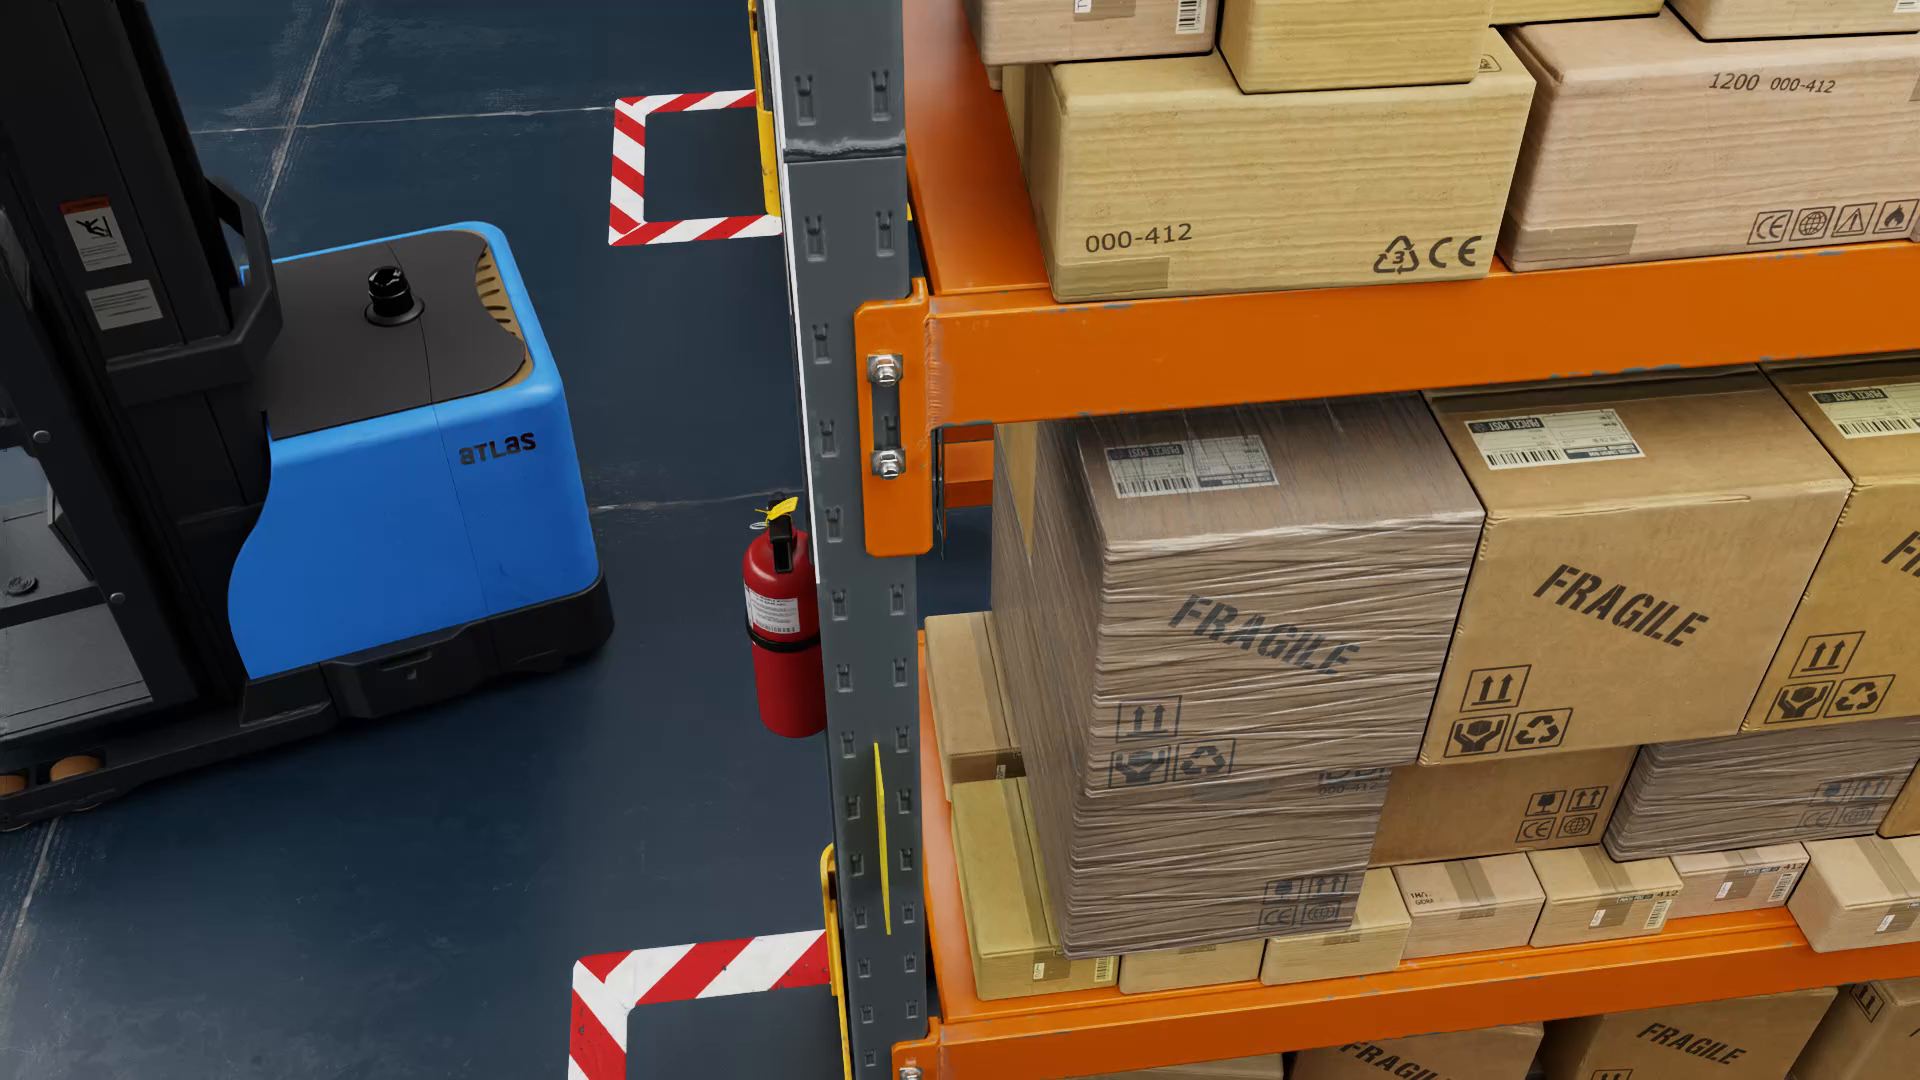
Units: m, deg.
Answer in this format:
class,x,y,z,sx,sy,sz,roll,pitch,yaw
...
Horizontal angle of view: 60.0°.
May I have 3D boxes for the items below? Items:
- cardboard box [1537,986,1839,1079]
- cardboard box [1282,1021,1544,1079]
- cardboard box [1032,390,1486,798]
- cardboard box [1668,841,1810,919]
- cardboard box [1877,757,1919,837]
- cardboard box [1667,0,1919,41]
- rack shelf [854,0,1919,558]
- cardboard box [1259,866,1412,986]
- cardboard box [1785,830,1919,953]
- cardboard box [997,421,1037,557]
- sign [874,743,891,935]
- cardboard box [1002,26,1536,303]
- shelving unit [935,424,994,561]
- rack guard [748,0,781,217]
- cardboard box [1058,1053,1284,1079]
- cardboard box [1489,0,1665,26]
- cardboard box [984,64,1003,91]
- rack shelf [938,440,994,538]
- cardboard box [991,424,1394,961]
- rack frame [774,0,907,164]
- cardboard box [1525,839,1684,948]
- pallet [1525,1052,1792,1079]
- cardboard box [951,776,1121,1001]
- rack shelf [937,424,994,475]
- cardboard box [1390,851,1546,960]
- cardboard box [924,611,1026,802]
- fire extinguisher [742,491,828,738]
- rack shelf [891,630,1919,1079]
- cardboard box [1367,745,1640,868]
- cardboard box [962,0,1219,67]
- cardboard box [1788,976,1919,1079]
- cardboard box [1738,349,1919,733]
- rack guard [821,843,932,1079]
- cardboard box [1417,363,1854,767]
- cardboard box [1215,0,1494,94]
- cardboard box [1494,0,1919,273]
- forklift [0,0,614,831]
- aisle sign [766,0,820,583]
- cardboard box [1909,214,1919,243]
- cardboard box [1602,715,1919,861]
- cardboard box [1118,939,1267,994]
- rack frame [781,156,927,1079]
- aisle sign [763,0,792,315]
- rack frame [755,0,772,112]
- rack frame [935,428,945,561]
class,x,y,z,sx,sy,sz,roll,pitch,yaw
cardboard box,1.651,1.005,3.949,0.500,0.500,0.500,-1,42,-2
cardboard box,1.028,1.047,3.903,0.500,0.500,0.500,5,42,6
cardboard box,0.399,0.007,2.460,0.500,0.500,0.500,-5,42,-6
cardboard box,1.370,0.506,3.137,0.250,0.149,0.380,-5,42,-6
cardboard box,1.846,0.042,3.168,0.500,0.500,0.875,-5,42,-6
cardboard box,0.905,-0.723,1.886,0.250,0.149,0.380,-3,42,-4
rack shelf,1.801,-0.628,2.504,4.000,0.370,1.077,-5,42,-6
cardboard box,0.632,0.598,3.035,0.250,0.149,0.380,-5,42,-6
cardboard box,1.632,0.553,3.085,0.250,0.149,0.380,-5,42,-6
cardboard box,0.331,-0.338,2.842,0.500,0.500,0.500,-5,42,-6
sign,-0.111,0.431,2.386,0.005,0.325,0.100,-5,42,-6
cardboard box,0.329,-0.536,1.977,0.500,0.250,0.500,-4,42,-4
shelving unit,0.053,-0.394,5.404,0.252,1.050,0.215,-5,42,-6
rack guard,-0.755,-2.007,7.602,0.348,0.500,1.175,-5,42,-6
cardboard box,0.439,1.121,3.820,0.500,0.500,0.500,2,42,2
cardboard box,0.625,-0.746,1.913,0.250,0.149,0.380,-6,42,-6
cardboard box,0.263,-0.876,2.355,0.500,0.250,0.500,-4,42,-5
rack shelf,0.053,-0.180,5.597,0.240,0.259,0.215,-5,42,-6
cardboard box,0.367,0.215,2.975,0.500,0.500,0.875,-5,42,-6
rack frame,-0.182,-1.835,1.066,0.127,3.000,1.000,-5,42,-6
cardboard box,1.126,0.546,3.093,0.250,0.149,0.380,-5,42,-6
pallet,1.911,1.270,4.184,1.213,0.211,1.003,-5,42,-6
cardboard box,0.132,0.619,3.012,0.250,0.149,0.380,-5,42,-6
rack shelf,0.053,-0.387,5.411,0.240,0.259,0.215,-5,42,-6
cardboard box,0.877,0.563,3.074,0.250,0.149,0.380,-5,42,-6
cardboard box,0.074,0.324,3.339,0.250,0.149,0.380,-5,42,-6
fire extinguisher,-0.355,0.125,3.430,0.183,0.674,0.296,-5,42,-6
rack shelf,1.801,0.486,3.509,4.000,0.370,1.077,-5,42,-6
cardboard box,0.847,0.092,3.112,0.500,0.500,0.875,-5,42,-6
cardboard box,0.121,-0.684,1.844,0.250,0.149,0.380,-5,42,-6
cardboard box,2.210,0.986,3.970,0.500,0.500,0.500,-9,43,-9
cardboard box,1.391,-0.076,2.552,0.500,0.500,0.500,-5,42,-6
rack guard,-0.107,1.314,3.920,0.348,0.500,1.175,-5,42,-6
cardboard box,0.896,-0.032,2.503,0.500,0.500,0.500,-5,42,-6
cardboard box,0.391,-0.643,1.798,0.250,0.149,0.380,-4,42,-5
cardboard box,0.840,-0.585,2.031,0.500,0.250,0.500,-6,42,-6
forklift,-2.677,-0.650,4.282,3.031,2.935,1.130,-15,44,-16
aisle sign,-0.204,-0.368,1.978,0.004,0.787,0.394,-5,42,-6
cardboard box,1.332,-0.625,2.076,0.500,0.250,0.500,-5,42,-6
cardboard box,1.349,0.077,3.128,0.500,0.500,0.875,-5,42,-6
cardboard box,0.382,0.610,3.022,0.250,0.149,0.380,-5,42,-6
rack frame,-0.182,0.392,3.076,0.127,3.000,1.000,-5,42,-6
aisle sign,-0.282,-0.767,2.420,0.004,0.787,0.394,-5,42,-6
rack frame,-0.824,-2.897,6.722,0.127,3.000,1.000,-5,42,-6
rack frame,-0.068,-0.384,5.392,0.008,1.050,0.200,-5,42,-6
